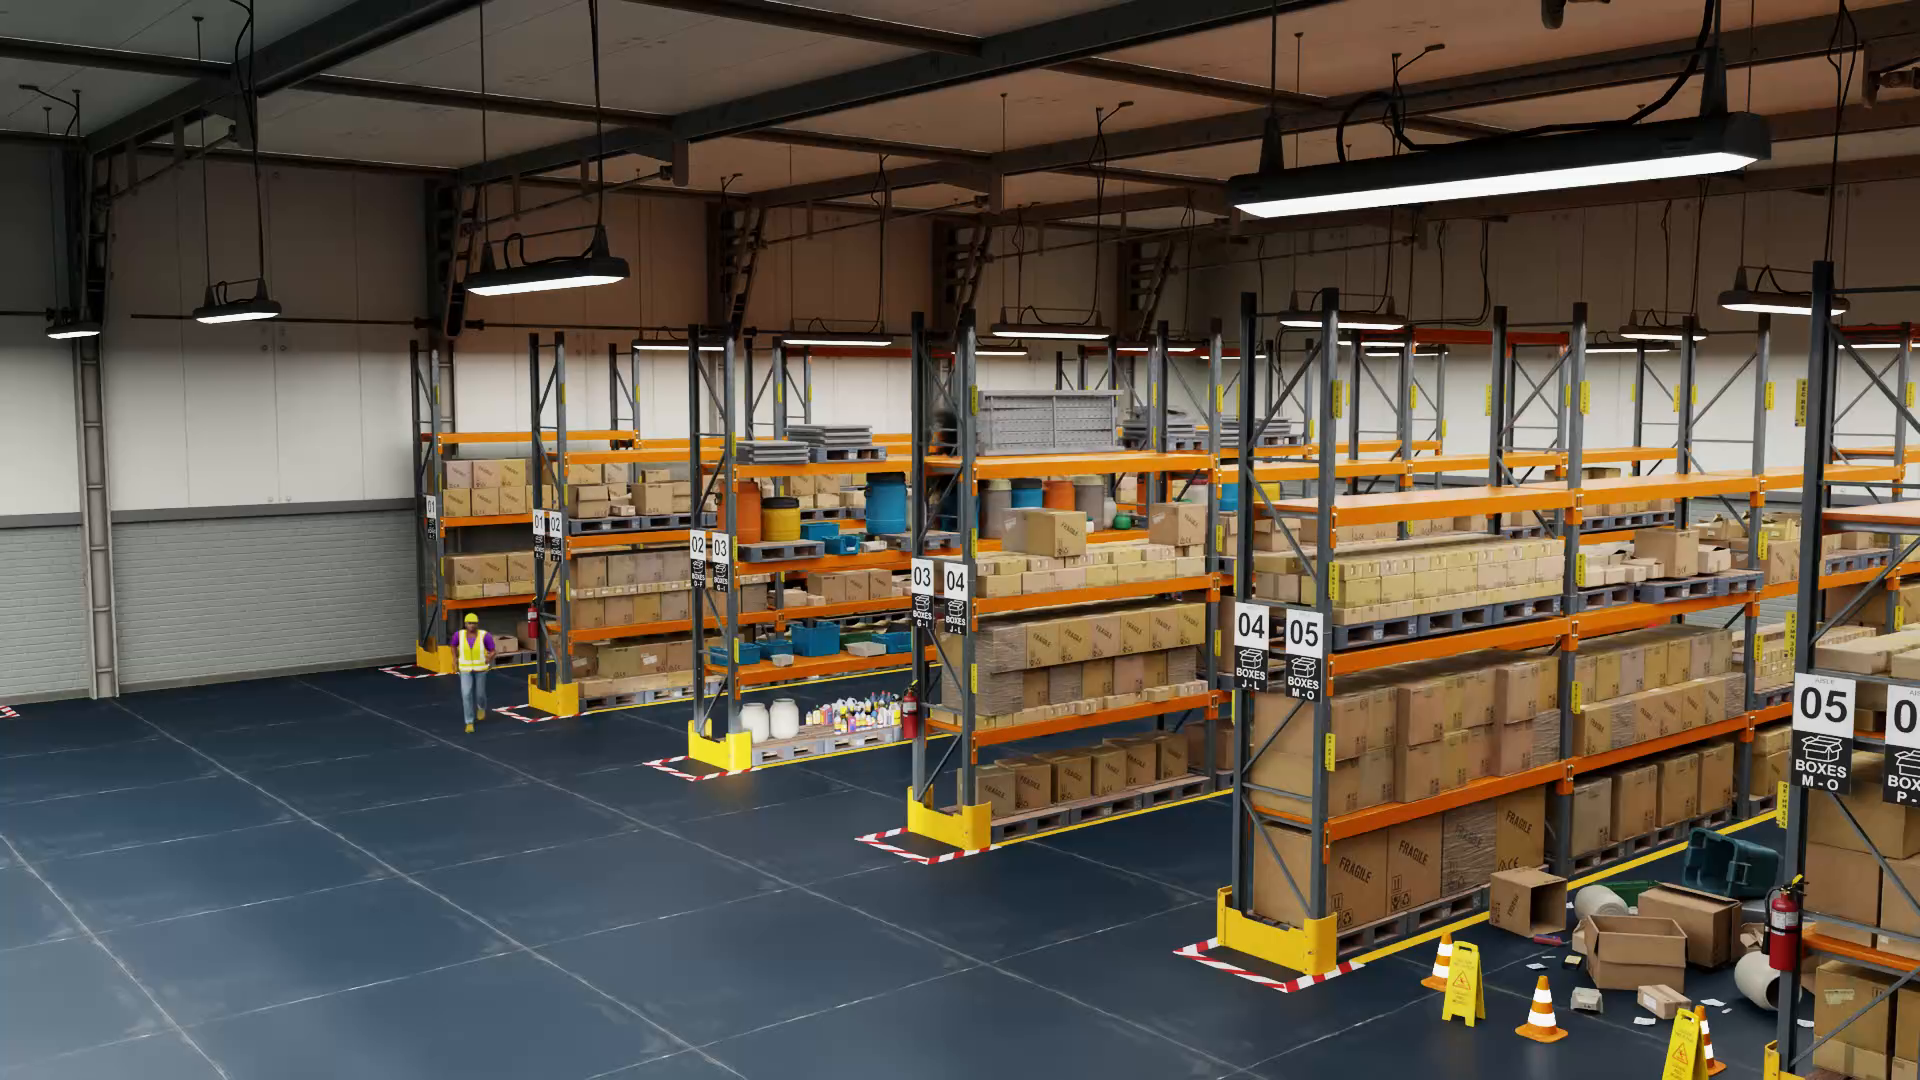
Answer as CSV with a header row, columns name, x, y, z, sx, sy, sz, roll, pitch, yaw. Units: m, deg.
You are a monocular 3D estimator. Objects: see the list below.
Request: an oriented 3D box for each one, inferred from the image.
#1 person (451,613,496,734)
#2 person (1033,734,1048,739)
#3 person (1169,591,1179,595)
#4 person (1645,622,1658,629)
name,x,y,z,sx,sy,sz,roll,pitch,yaw
person,-7.346,1.964,25.115,0.668,1.761,0.974,-1,5,-13
person,1.199,2.061,24.432,0.692,1.686,0.664,5,7,44
person,4.374,1.278,33.048,0.781,1.691,0.524,-5,7,-43
person,10.237,2.044,24.556,0.654,1.715,0.707,3,6,33
